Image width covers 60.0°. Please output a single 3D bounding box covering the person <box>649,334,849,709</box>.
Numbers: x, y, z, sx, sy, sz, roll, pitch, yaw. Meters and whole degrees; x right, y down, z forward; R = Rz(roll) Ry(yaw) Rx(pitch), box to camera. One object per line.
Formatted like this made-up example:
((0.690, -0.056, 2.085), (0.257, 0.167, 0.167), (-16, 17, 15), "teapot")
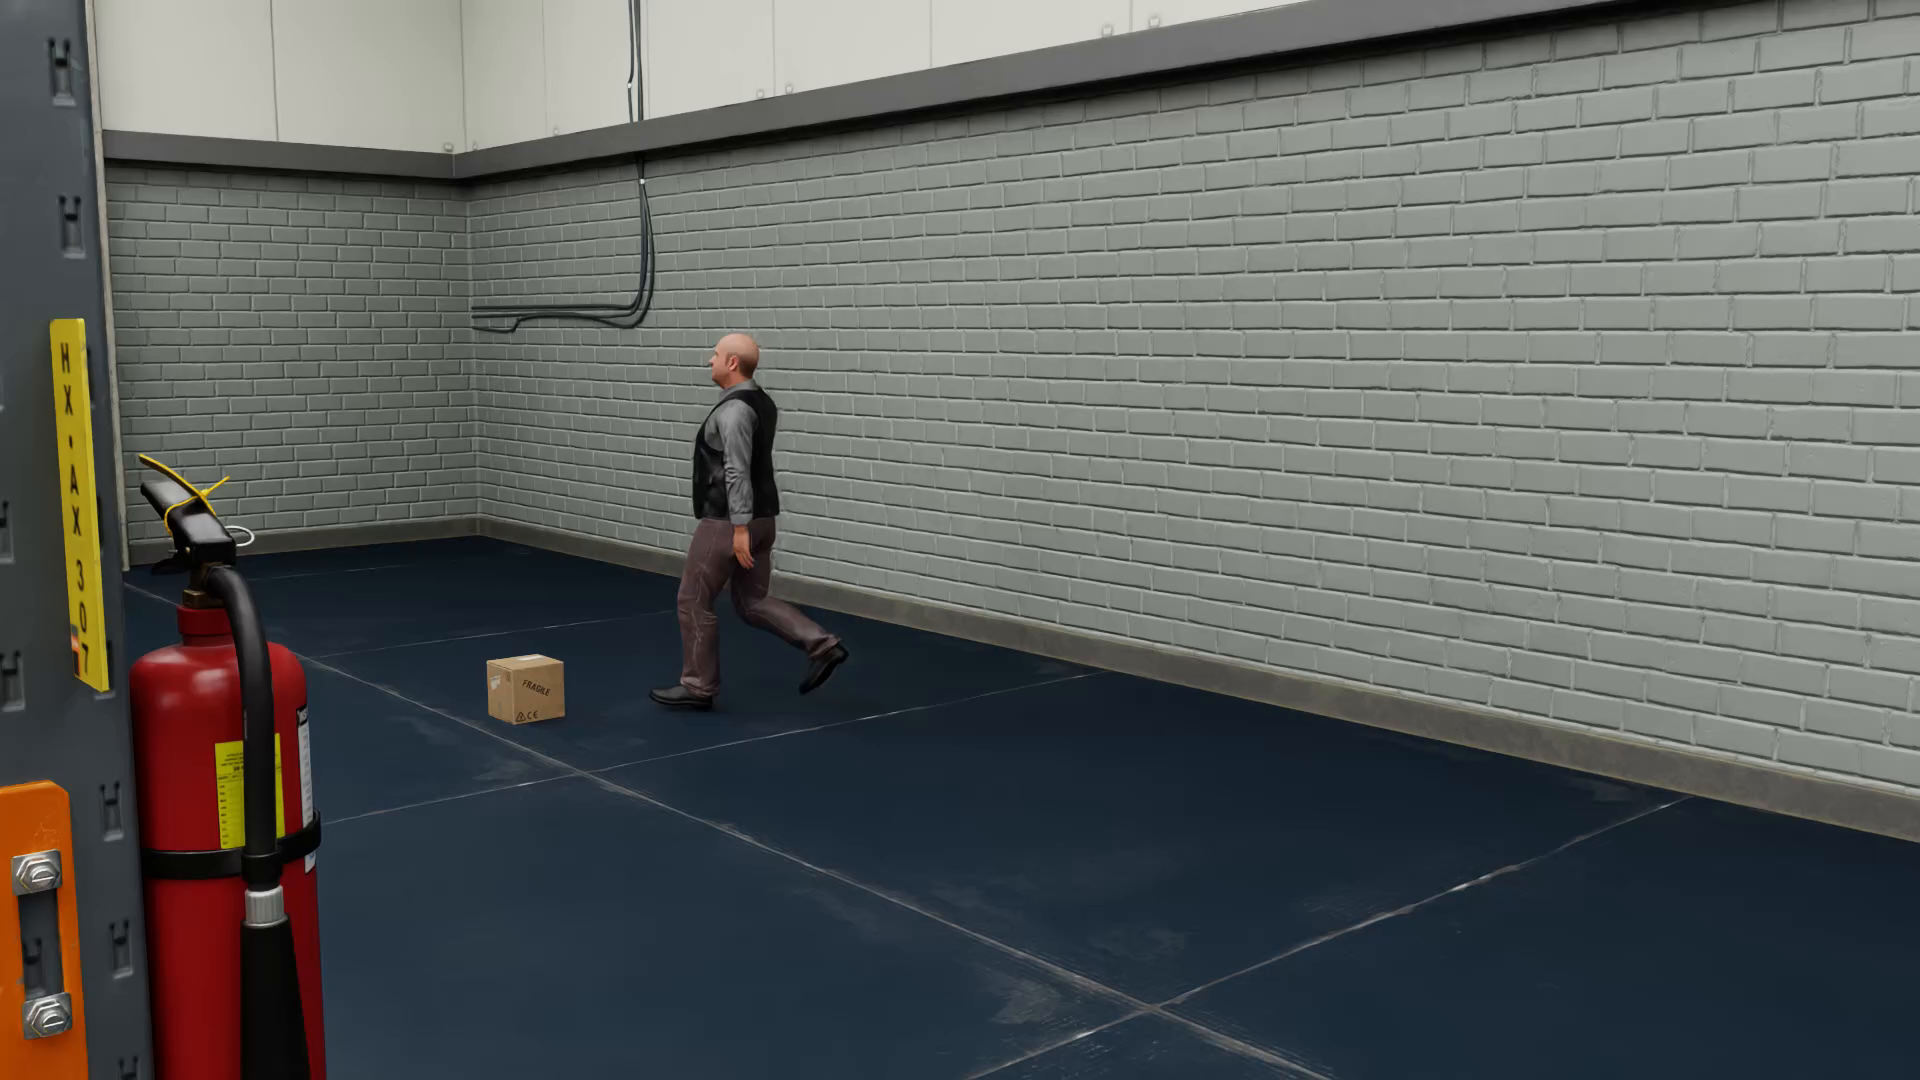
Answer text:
((-0.967, -0.076, 7.484), (0.900, 1.692, 0.539), (2, 8, 13), "person")
